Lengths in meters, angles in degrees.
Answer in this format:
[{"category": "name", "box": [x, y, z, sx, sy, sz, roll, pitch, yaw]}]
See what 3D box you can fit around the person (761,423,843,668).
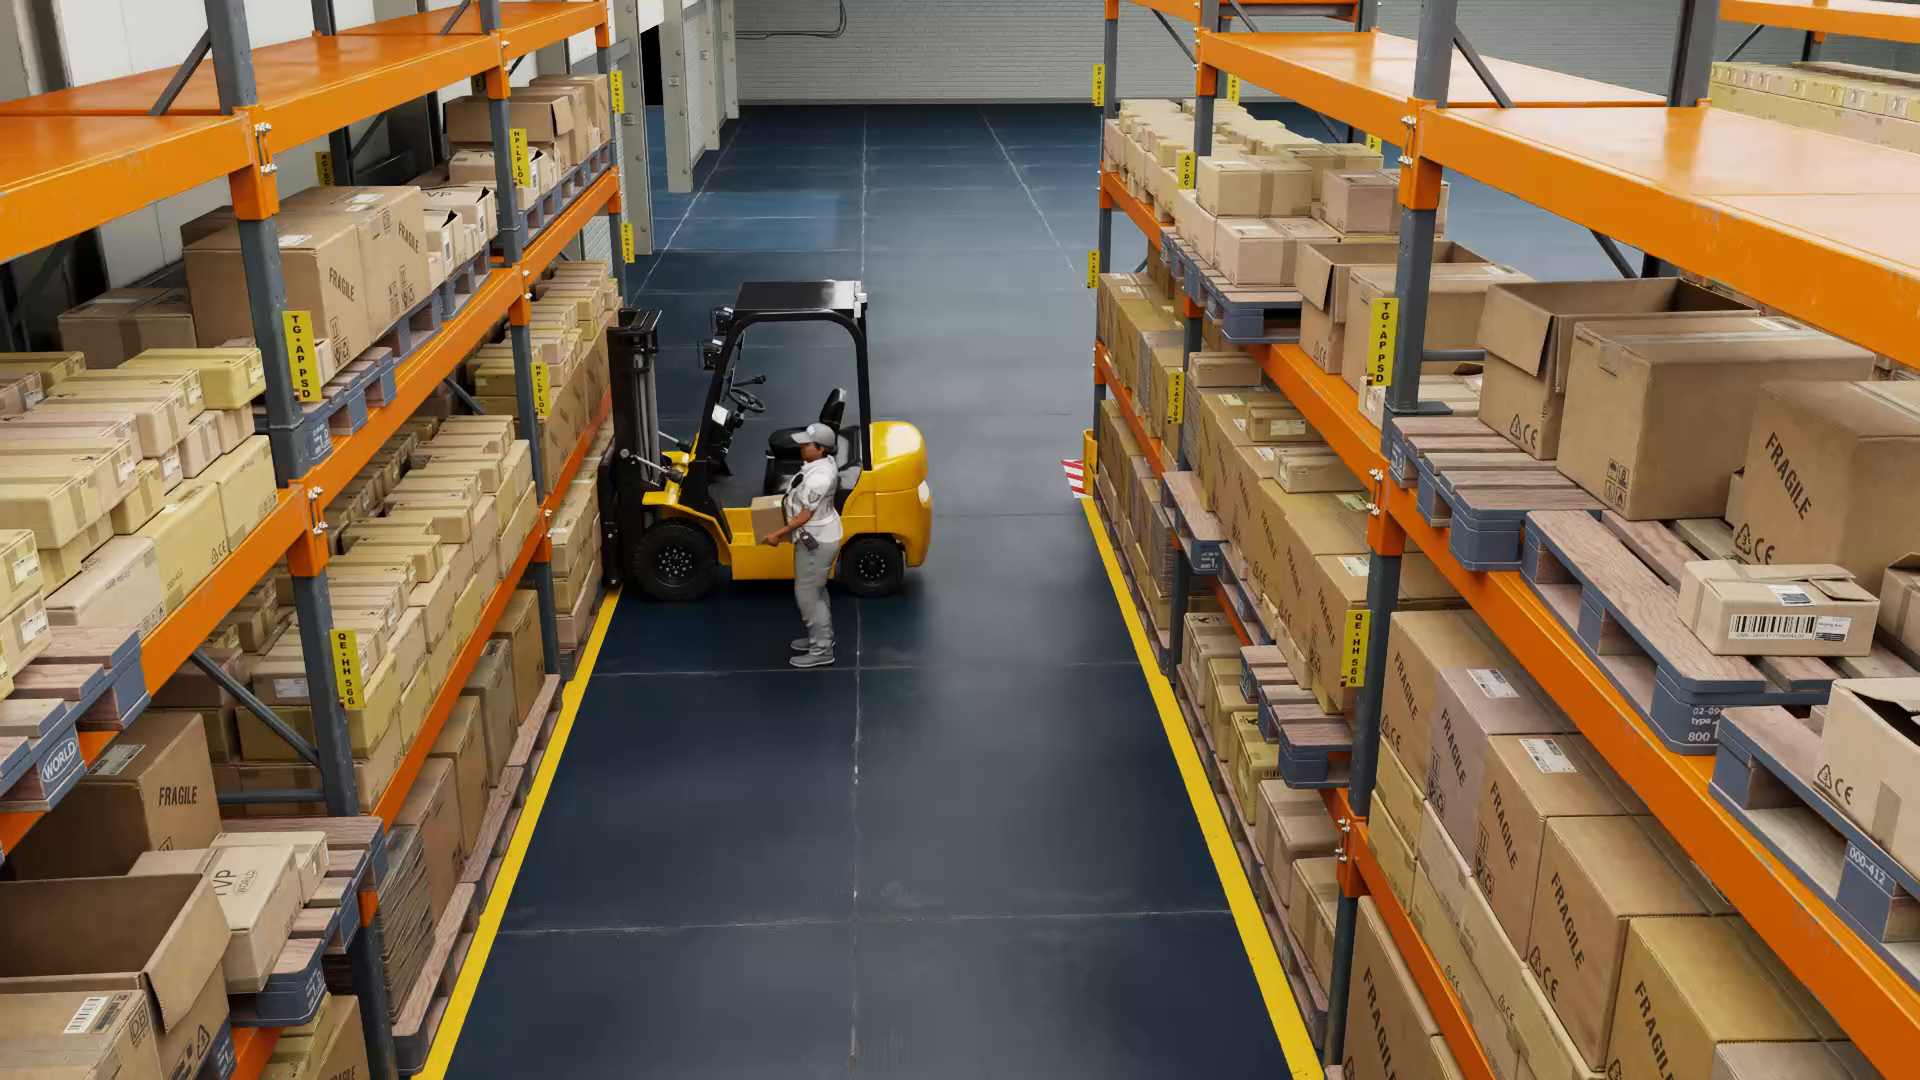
[{"category": "person", "box": [-1.041, 0.020, 11.036, 0.535, 1.653, 0.452, -1, 21, -2]}]
